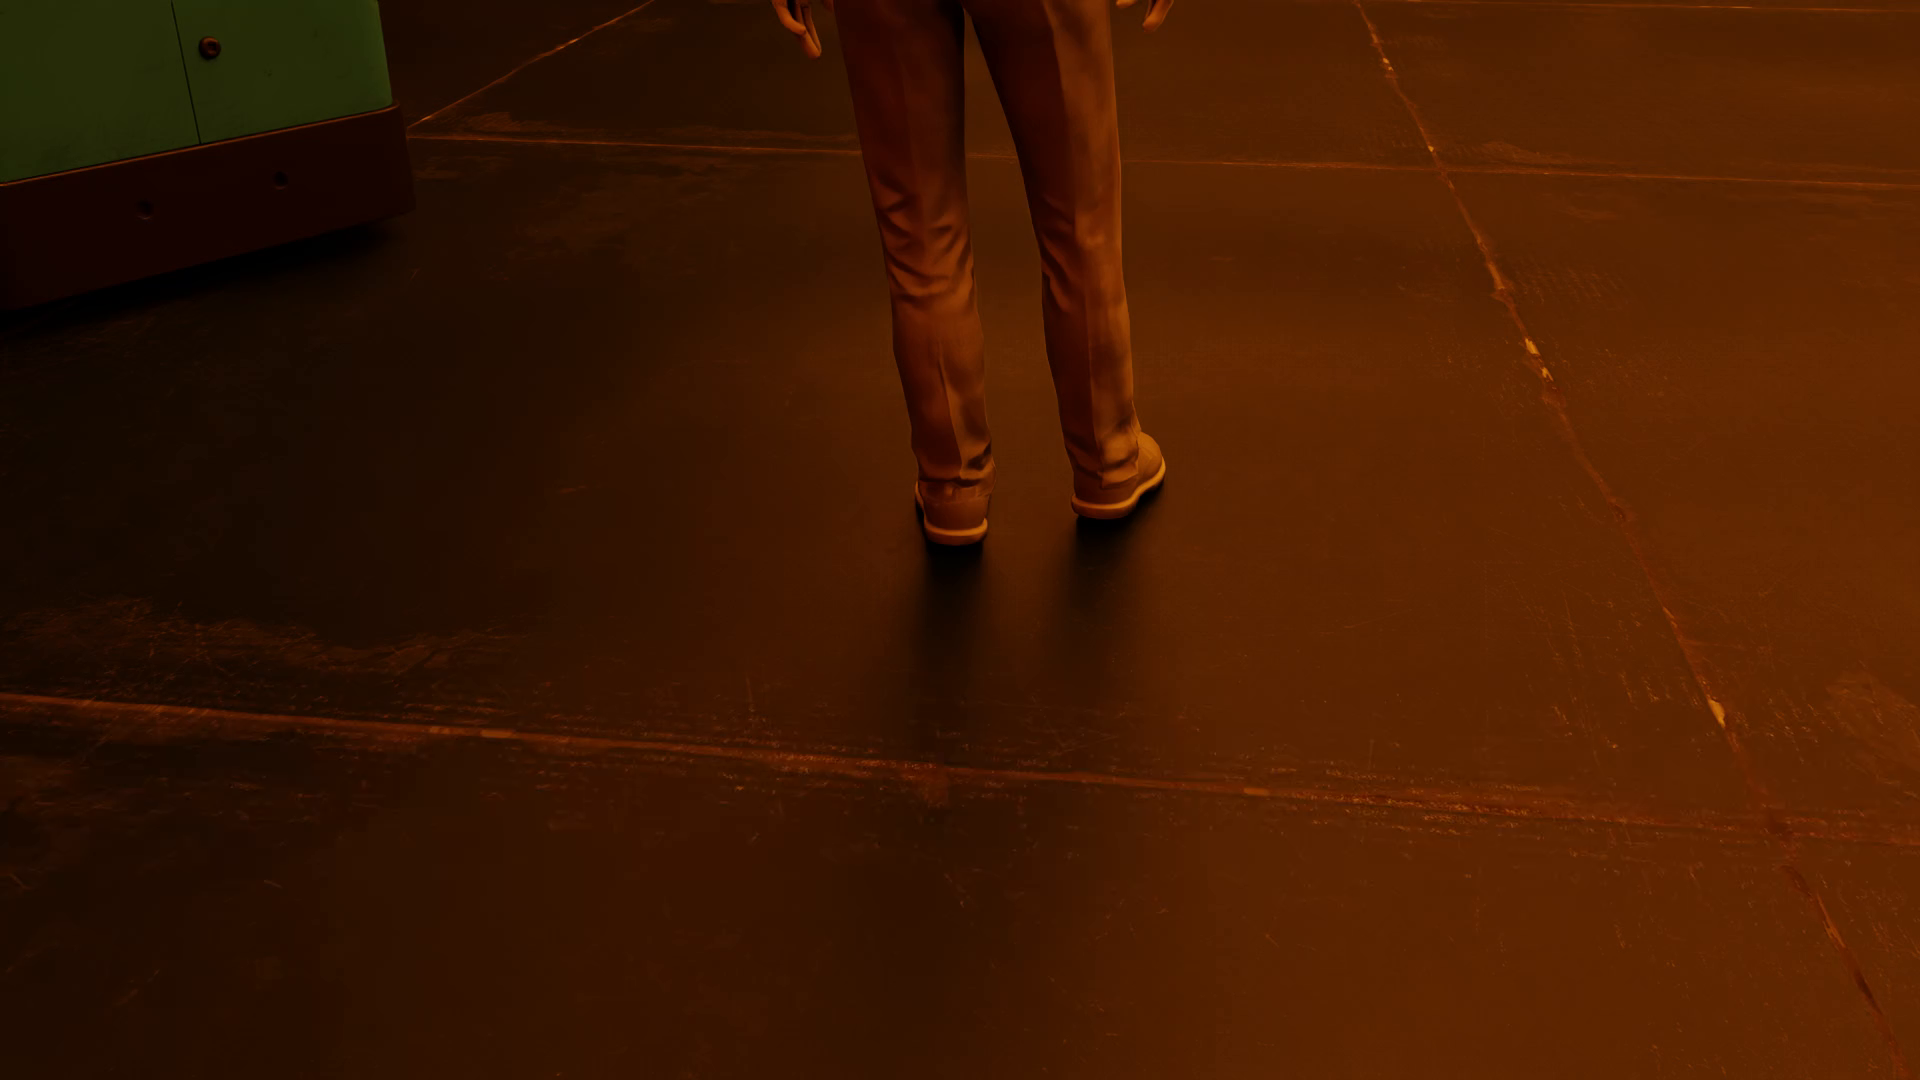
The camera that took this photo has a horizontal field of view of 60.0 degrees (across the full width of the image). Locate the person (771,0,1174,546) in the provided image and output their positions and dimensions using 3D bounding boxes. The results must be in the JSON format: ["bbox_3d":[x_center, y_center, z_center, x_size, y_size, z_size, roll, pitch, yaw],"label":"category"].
[{"bbox_3d":[0.016,-0.795,2.178,0.586,1.694,0.531,3,27,7],"label":"person"}]

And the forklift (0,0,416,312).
[{"bbox_3d":[-2.747,-2.267,3.761,3.031,2.935,1.130,20,32,34],"label":"forklift"}]
